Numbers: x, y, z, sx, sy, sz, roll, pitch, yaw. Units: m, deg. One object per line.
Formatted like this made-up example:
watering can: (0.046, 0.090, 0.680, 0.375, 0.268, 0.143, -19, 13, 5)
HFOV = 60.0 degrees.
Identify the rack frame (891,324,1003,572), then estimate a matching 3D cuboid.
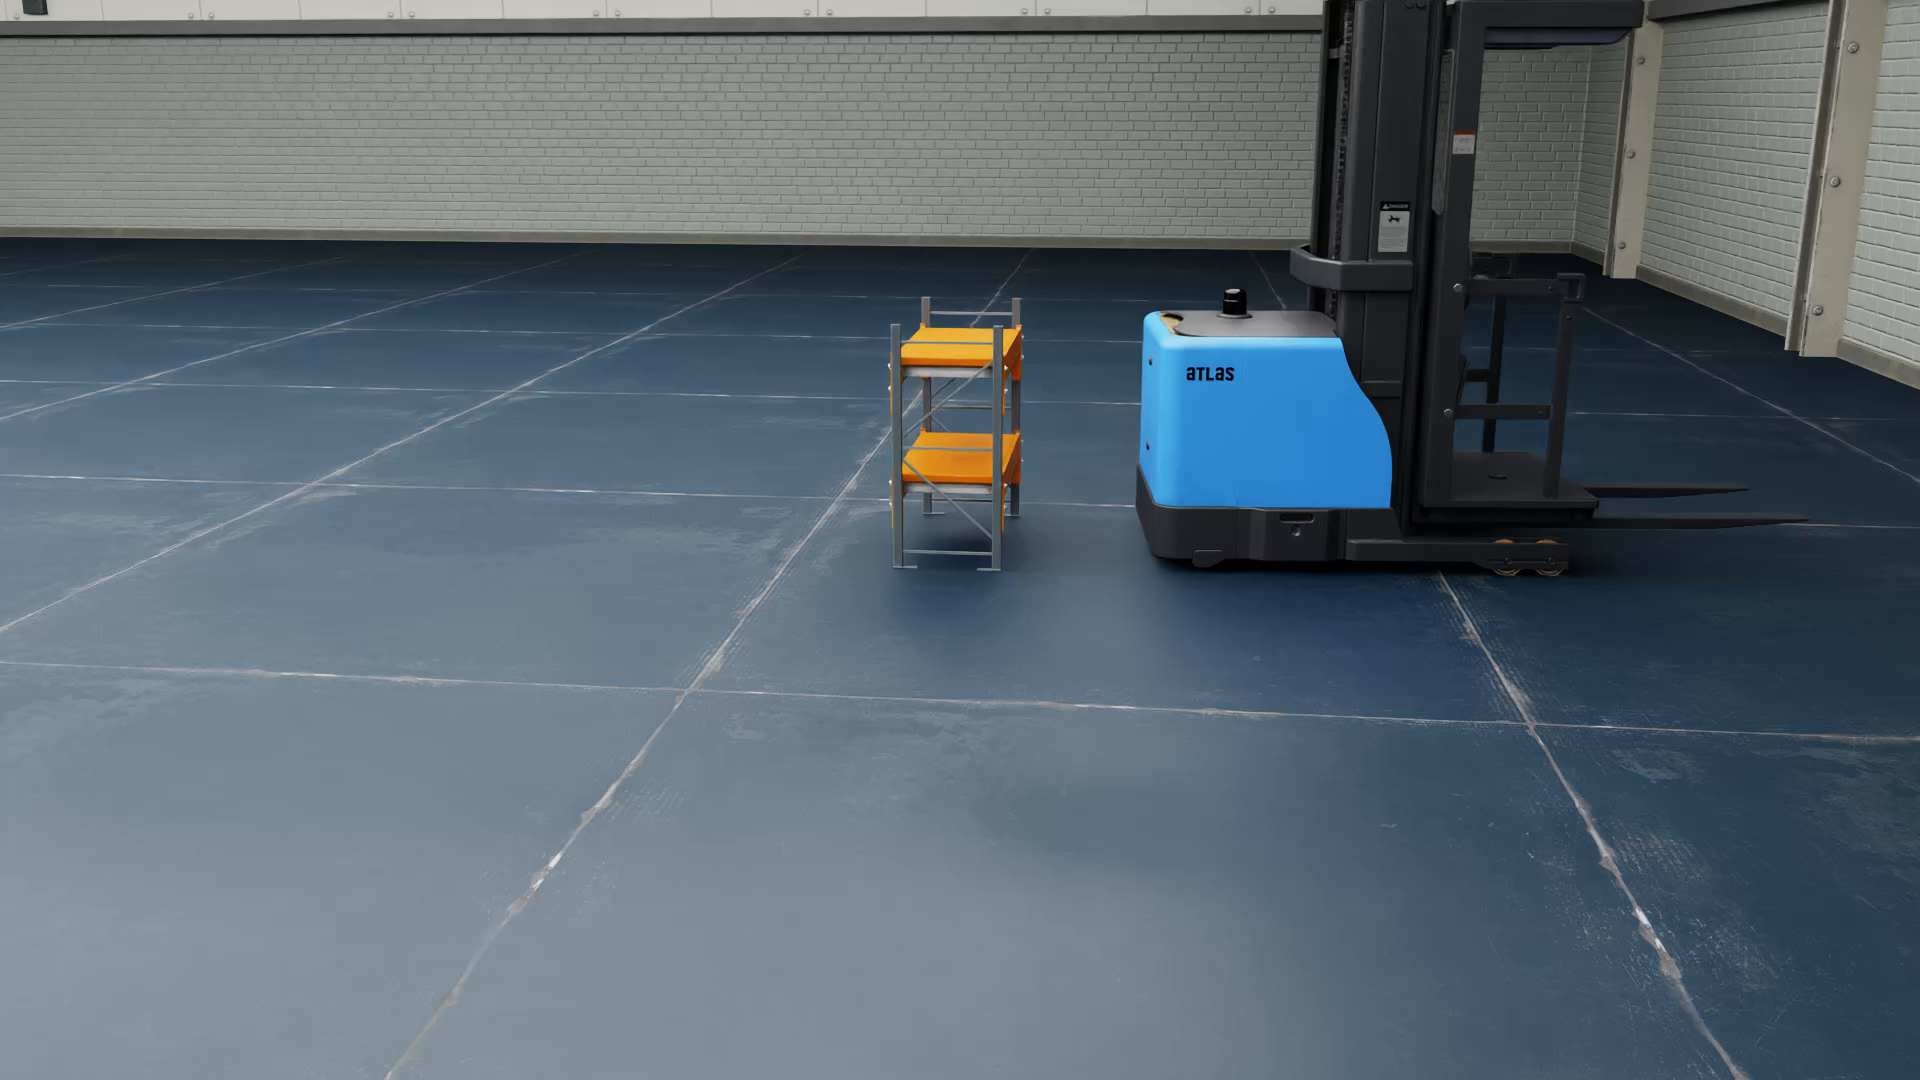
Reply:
rack frame: (-0.058, -0.409, 7.521, 0.500, 1.125, 0.032, 2, 15, 6)

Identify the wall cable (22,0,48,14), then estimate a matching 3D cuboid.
wall cable: (-12.388, -10.481, 23.169, 2.305, 6.003, 0.169, 2, 15, 6)

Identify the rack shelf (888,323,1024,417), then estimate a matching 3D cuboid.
rack shelf: (-0.001, -0.824, 7.932, 0.538, 0.278, 1.000, 2, 15, 6)

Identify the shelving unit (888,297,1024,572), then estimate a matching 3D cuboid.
shelving unit: (-0.001, -0.541, 8.009, 0.538, 1.125, 1.048, 2, 15, 6)

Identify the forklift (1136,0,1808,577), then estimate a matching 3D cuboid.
forklift: (2.404, -1.390, 7.686, 3.031, 2.935, 1.130, 0, 15, 1)

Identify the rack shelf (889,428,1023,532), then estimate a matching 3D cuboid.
rack shelf: (-0.001, -0.305, 8.073, 0.538, 0.278, 1.000, 2, 15, 6)

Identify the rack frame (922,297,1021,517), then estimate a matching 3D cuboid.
rack frame: (0.057, -0.673, 8.496, 0.500, 1.125, 0.032, 2, 15, 6)

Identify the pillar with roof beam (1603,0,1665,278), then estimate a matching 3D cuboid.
pillar with roof beam: (3.556, -7.597, 19.018, 9.100, 9.000, 0.400, 2, 15, 6)

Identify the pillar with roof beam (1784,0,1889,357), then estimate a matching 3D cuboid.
pillar with roof beam: (2.878, -6.041, 13.263, 9.100, 9.000, 0.400, 2, 15, 6)
